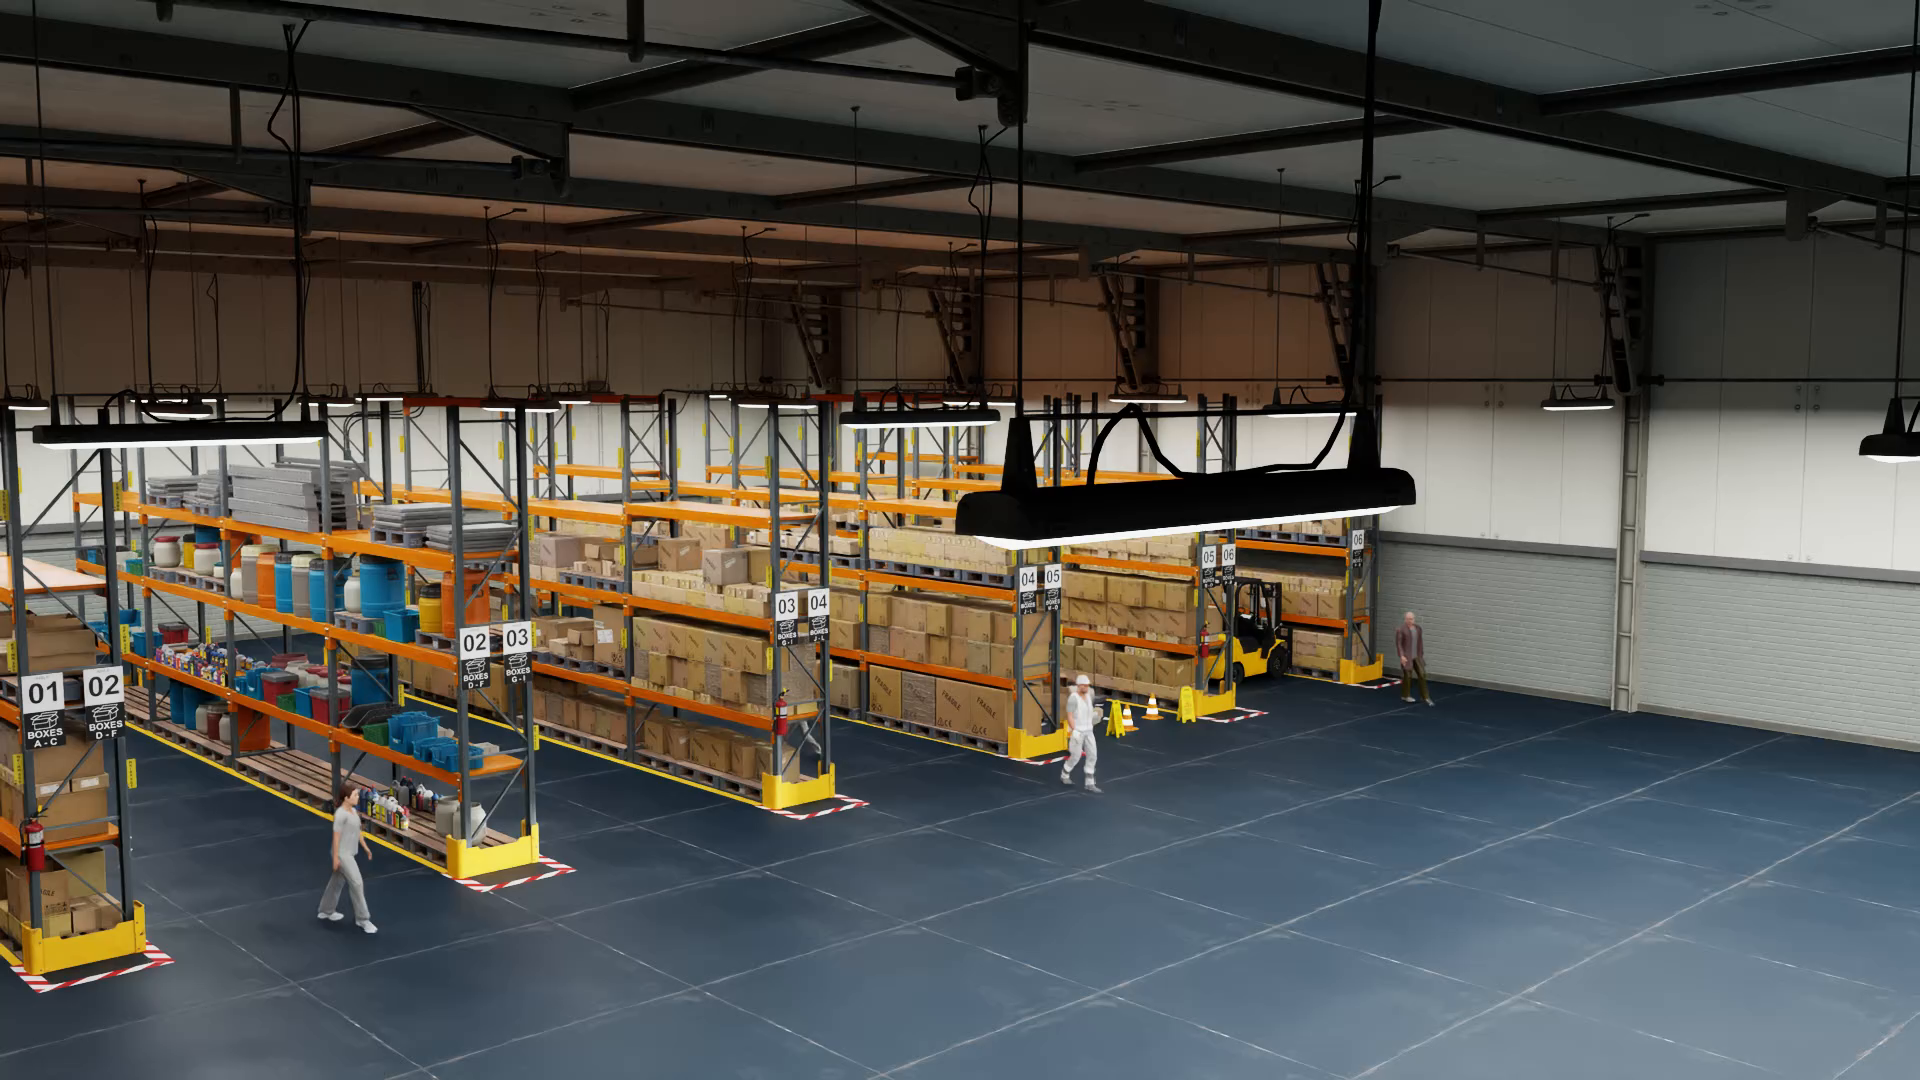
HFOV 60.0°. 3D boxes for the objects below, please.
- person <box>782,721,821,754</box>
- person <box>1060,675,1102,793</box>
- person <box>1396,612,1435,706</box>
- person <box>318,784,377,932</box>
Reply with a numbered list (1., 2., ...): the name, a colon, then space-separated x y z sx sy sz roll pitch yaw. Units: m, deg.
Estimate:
1. person: -2.631 2.846 27.977 1.021 1.520 0.430 1 6 14
2. person: 1.901 2.980 25.718 0.775 1.784 0.641 5 7 42
3. person: 8.867 2.319 32.483 0.651 1.804 0.669 -1 6 -11
4. person: -7.086 3.649 19.241 0.857 1.667 0.504 1 6 12
